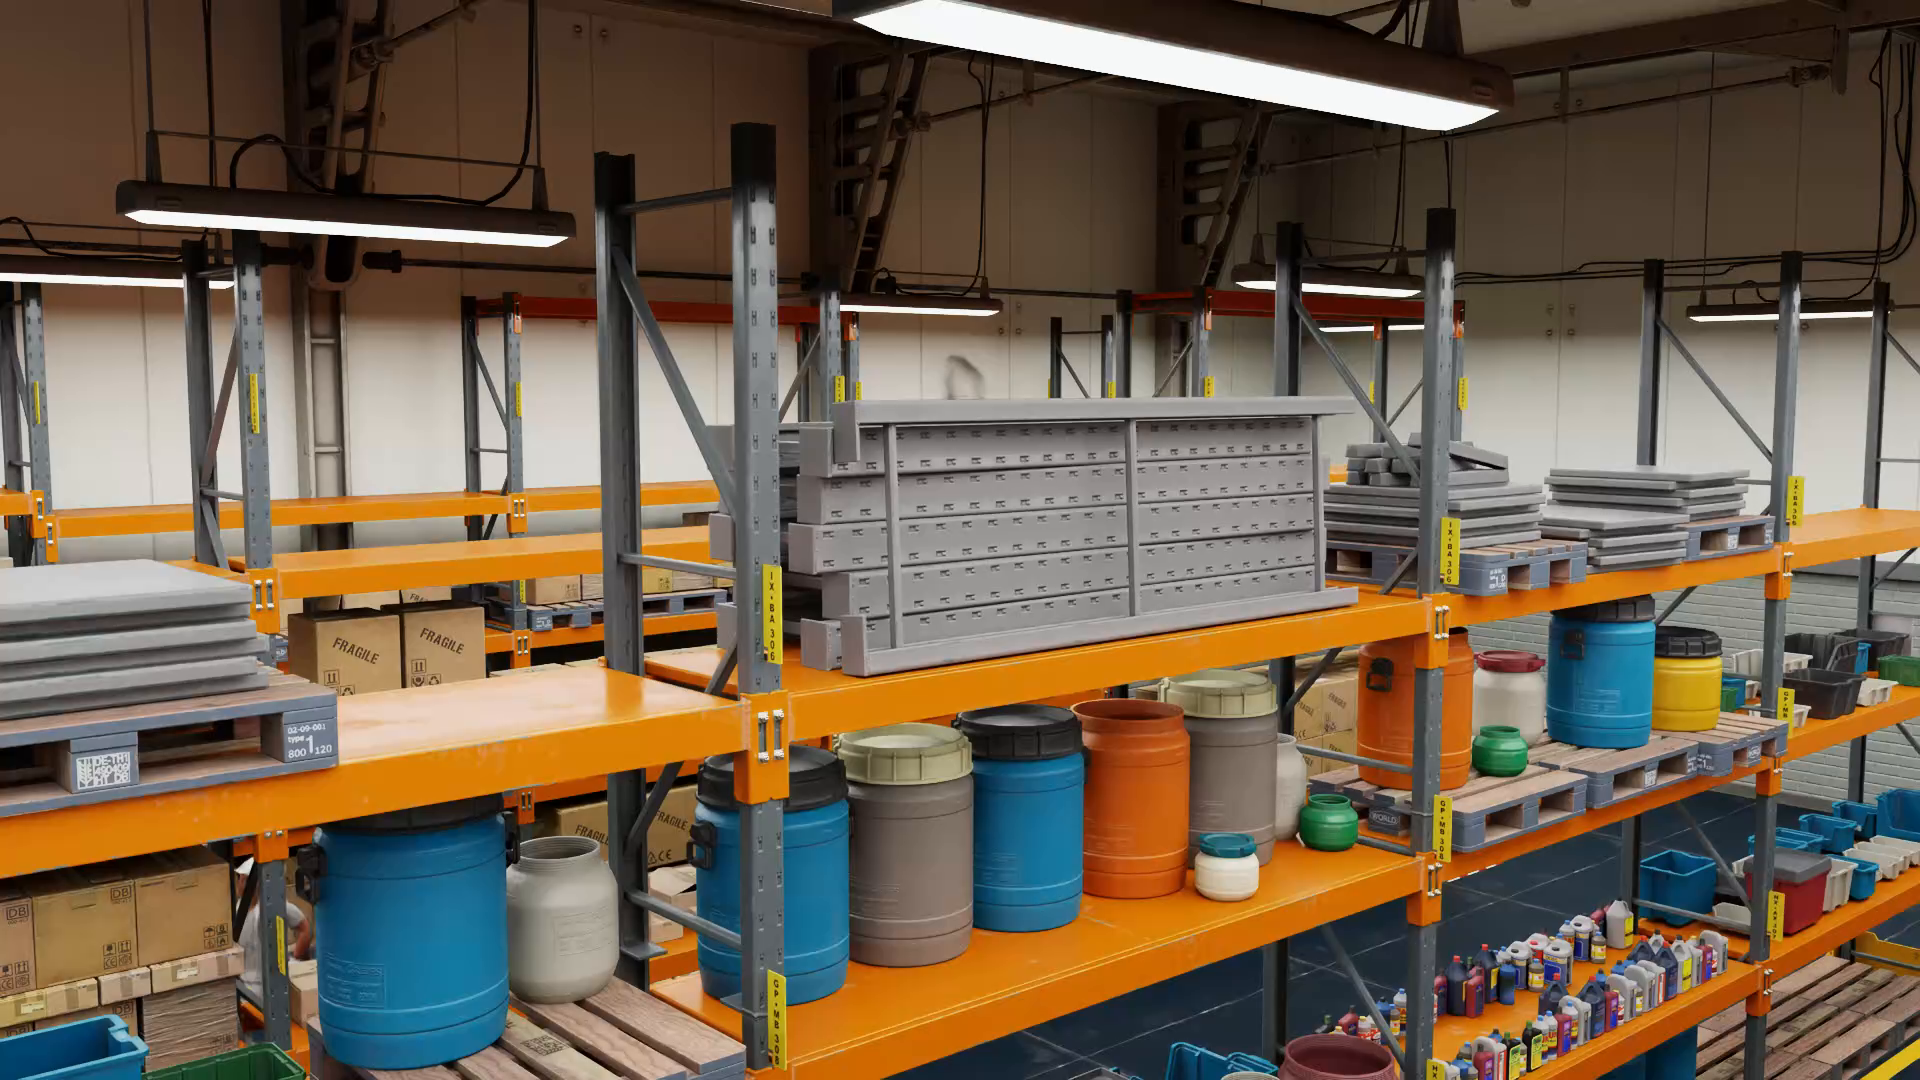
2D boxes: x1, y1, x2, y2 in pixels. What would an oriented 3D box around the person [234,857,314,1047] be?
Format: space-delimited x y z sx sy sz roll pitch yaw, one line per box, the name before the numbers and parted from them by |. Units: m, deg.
person | -5.000 3.168 11.884 0.772 1.847 0.608 -5 7 -41
